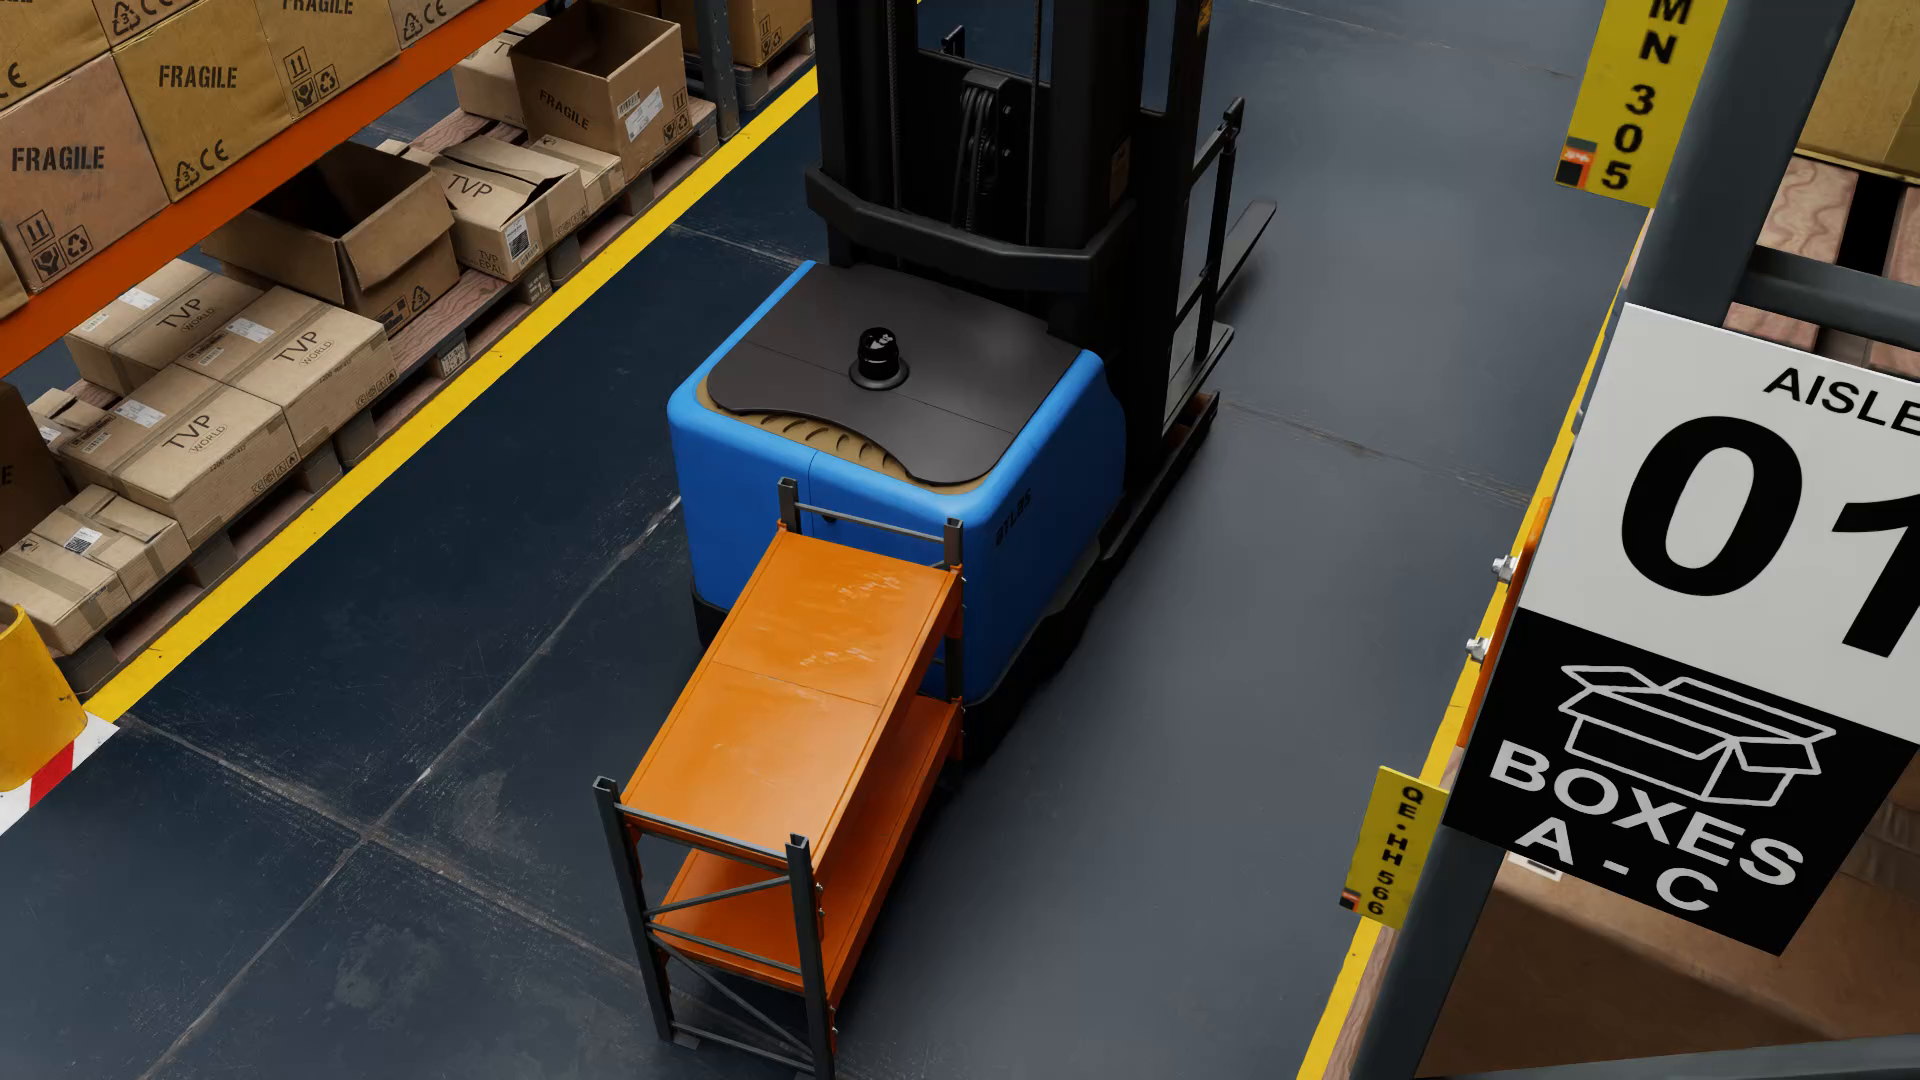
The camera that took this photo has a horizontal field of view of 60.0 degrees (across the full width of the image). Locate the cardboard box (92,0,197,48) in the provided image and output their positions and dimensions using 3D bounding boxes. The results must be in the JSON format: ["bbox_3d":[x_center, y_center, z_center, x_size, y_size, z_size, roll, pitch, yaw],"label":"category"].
[{"bbox_3d":[-2.417,-1.757,4.604,0.500,0.500,0.500,21,49,20],"label":"cardboard box"}]

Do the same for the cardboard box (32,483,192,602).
[{"bbox_3d":[-2.715,0.001,5.323,0.380,0.166,0.250,20,49,19],"label":"cardboard box"}]

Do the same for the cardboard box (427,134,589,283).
[{"bbox_3d":[-1.834,-1.337,6.544,0.500,0.311,0.500,20,49,19],"label":"cardboard box"}]

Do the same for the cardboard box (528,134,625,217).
[{"bbox_3d":[-1.607,-1.496,6.815,0.380,0.149,0.250,20,49,19],"label":"cardboard box"}]

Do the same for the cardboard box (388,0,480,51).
[{"bbox_3d":[-1.952,-2.039,5.585,0.500,0.500,0.500,22,49,20],"label":"cardboard box"}]

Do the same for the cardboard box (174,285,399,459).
[{"bbox_3d":[-2.361,-0.600,5.858,0.500,0.250,0.500,20,49,19],"label":"cardboard box"}]

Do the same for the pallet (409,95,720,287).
[{"bbox_3d":[-1.792,-1.640,7.223,1.003,0.211,1.213,20,49,19],"label":"pallet"}]

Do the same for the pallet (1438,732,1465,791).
[{"bbox_3d":[1.929,0.786,4.825,1.003,0.211,1.213,20,49,19],"label":"pallet"}]

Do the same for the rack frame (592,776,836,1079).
[{"bbox_3d":[-0.563,0.981,3.989,0.500,1.125,0.032,14,47,13],"label":"rack frame"}]

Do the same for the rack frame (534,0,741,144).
[{"bbox_3d":[-1.473,-3.053,6.658,1.000,3.000,0.127,20,49,19],"label":"rack frame"}]

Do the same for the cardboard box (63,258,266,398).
[{"bbox_3d":[-2.828,-0.733,5.990,0.500,0.250,0.500,20,49,19],"label":"cardboard box"}]

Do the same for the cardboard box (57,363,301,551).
[{"bbox_3d":[-2.594,-0.285,5.546,0.500,0.250,0.500,20,49,19],"label":"cardboard box"}]

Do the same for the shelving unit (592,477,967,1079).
[{"bbox_3d":[-0.398,0.639,4.327,0.538,1.125,1.048,14,47,13],"label":"shelving unit"}]

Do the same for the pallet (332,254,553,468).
[{"bbox_3d":[-2.357,-0.869,6.460,1.003,0.211,1.213,20,49,19],"label":"pallet"}]

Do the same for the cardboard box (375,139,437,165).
[{"bbox_3d":[-2.252,-1.470,6.777,0.380,0.166,0.250,20,49,19],"label":"cardboard box"}]

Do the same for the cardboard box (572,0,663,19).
[{"bbox_3d":[-1.497,-2.734,7.791,0.500,0.500,0.500,20,49,19],"label":"cardboard box"}]

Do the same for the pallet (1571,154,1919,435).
[{"bbox_3d":[1.395,-0.394,1.983,1.003,0.211,1.213,20,49,19],"label":"pallet"}]

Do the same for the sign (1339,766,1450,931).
[{"bbox_3d":[0.586,0.422,2.243,0.100,0.325,0.005,20,49,19],"label":"sign"}]

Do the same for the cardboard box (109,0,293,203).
[{"bbox_3d":[-2.419,-1.402,4.957,0.500,0.500,0.500,20,49,19],"label":"cardboard box"}]

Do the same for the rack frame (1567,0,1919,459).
[{"bbox_3d":[1.060,-1.008,0.420,1.000,3.000,0.127,20,49,19],"label":"rack frame"}]

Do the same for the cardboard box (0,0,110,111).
[{"bbox_3d":[-2.654,-1.444,4.295,0.500,0.500,0.500,21,49,19],"label":"cardboard box"}]

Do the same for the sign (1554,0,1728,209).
[{"bbox_3d":[0.586,-0.425,1.385,0.100,0.325,0.005,20,49,19],"label":"sign"}]

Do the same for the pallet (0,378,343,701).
[{"bbox_3d":[-2.925,-0.103,5.703,1.003,0.211,1.213,20,49,19],"label":"pallet"}]

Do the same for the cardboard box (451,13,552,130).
[{"bbox_3d":[-1.859,-2.069,7.267,0.500,0.311,0.500,20,49,19],"label":"cardboard box"}]

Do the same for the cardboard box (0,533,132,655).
[{"bbox_3d":[-2.831,0.164,5.174,0.380,0.149,0.250,20,49,19],"label":"cardboard box"}]

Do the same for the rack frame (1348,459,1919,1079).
[{"bbox_3d":[1.060,1.100,2.553,1.000,3.000,0.127,20,49,19],"label":"rack frame"}]

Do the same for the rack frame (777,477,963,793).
[{"bbox_3d":[-0.233,0.298,4.665,0.500,1.125,0.032,14,47,13],"label":"rack frame"}]

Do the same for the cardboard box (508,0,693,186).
[{"bbox_3d":[-1.486,-1.876,6.943,0.500,0.500,0.500,20,49,19],"label":"cardboard box"}]

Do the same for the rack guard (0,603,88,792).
[{"bbox_3d":[-3.294,0.298,5.104,1.175,0.500,0.348,20,49,19],"label":"rack guard"}]

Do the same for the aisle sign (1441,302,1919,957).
[{"bbox_3d":[0.761,0.133,1.682,0.394,0.787,0.004,20,49,19],"label":"aisle sign"}]

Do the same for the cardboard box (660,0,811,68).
[{"bbox_3d":[-1.032,-2.553,7.612,0.500,0.500,0.500,18,48,17],"label":"cardboard box"}]

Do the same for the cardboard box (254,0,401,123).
[{"bbox_3d":[-2.186,-1.717,5.267,0.500,0.500,0.500,21,49,20],"label":"cardboard box"}]

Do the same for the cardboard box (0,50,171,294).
[{"bbox_3d":[-2.655,-1.087,4.645,0.500,0.500,0.500,20,49,19],"label":"cardboard box"}]

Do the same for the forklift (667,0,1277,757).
[{"bbox_3d":[0.294,-1.426,5.099,1.130,2.935,3.031,21,49,19],"label":"forklift"}]

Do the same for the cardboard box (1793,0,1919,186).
[{"bbox_3d":[1.165,-0.633,1.897,0.500,0.250,0.500,22,49,20],"label":"cardboard box"}]

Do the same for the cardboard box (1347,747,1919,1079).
[{"bbox_3d":[1.288,0.670,2.768,0.980,0.700,0.700,23,50,21],"label":"cardboard box"}]

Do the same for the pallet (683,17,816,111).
[{"bbox_3d":[-1.128,-2.597,8.169,1.003,0.211,1.213,20,49,19],"label":"pallet"}]

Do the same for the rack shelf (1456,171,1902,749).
[{"bbox_3d":[1.988,-0.961,2.988,1.077,0.370,4.000,20,49,19],"label":"rack shelf"}]

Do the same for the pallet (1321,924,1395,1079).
[{"bbox_3d":[1.362,1.551,4.069,1.003,0.211,1.213,20,49,19],"label":"pallet"}]

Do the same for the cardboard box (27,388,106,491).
[{"bbox_3d":[-3.027,-0.341,5.660,0.380,0.166,0.250,20,49,19],"label":"cardboard box"}]

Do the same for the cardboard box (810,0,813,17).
[{"bbox_3d":[-0.794,-2.893,7.948,0.500,0.500,0.500,21,49,20],"label":"cardboard box"}]

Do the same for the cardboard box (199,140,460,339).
[{"bbox_3d":[-2.340,-1.144,6.218,0.797,0.503,0.637,20,49,19],"label":"cardboard box"}]

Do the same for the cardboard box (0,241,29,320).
[{"bbox_3d":[-2.890,-0.760,4.322,0.500,0.500,0.500,21,49,20],"label":"cardboard box"}]

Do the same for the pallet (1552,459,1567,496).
[{"bbox_3d":[2.495,0.014,5.588,1.003,0.211,1.213,20,49,19],"label":"pallet"}]

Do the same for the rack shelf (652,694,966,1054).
[{"bbox_3d":[-0.398,0.811,4.501,0.538,0.278,1.000,14,47,13],"label":"rack shelf"}]

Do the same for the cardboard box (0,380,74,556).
[{"bbox_3d":[-3.295,-0.233,5.319,0.500,0.500,0.500,20,49,19],"label":"cardboard box"}]

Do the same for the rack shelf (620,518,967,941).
[{"bbox_3d":[-0.398,0.434,4.119,0.538,0.278,1.000,14,47,13],"label":"rack shelf"}]
